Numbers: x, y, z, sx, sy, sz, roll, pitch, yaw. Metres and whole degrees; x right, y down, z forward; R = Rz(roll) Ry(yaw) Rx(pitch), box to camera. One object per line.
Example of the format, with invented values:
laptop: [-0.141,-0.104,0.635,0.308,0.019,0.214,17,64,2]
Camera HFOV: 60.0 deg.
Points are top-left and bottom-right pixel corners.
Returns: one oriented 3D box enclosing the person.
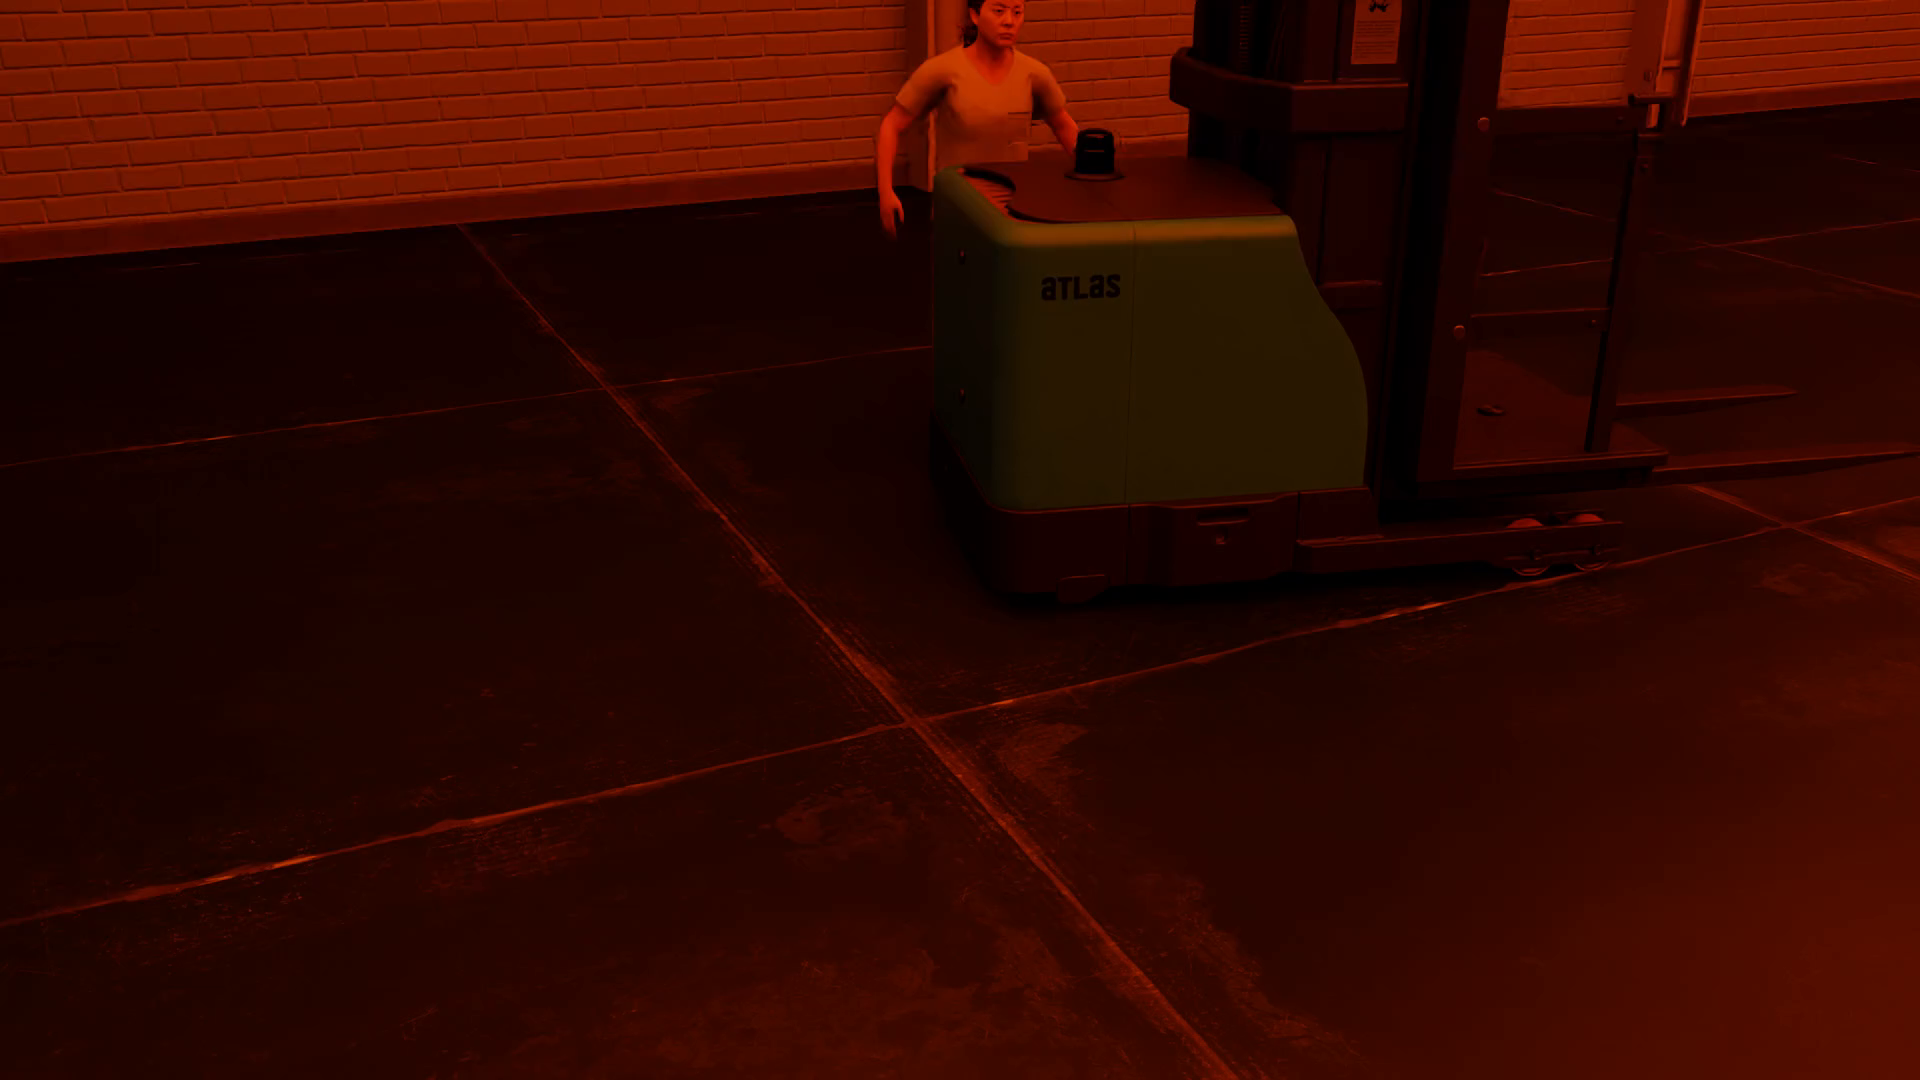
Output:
person: [0.130,-1.037,5.529,0.799,1.626,0.539,-6,23,-15]

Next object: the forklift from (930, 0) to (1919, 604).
forklift: [1.473,-1.442,4.757,3.031,2.935,1.130,-4,23,-10]
